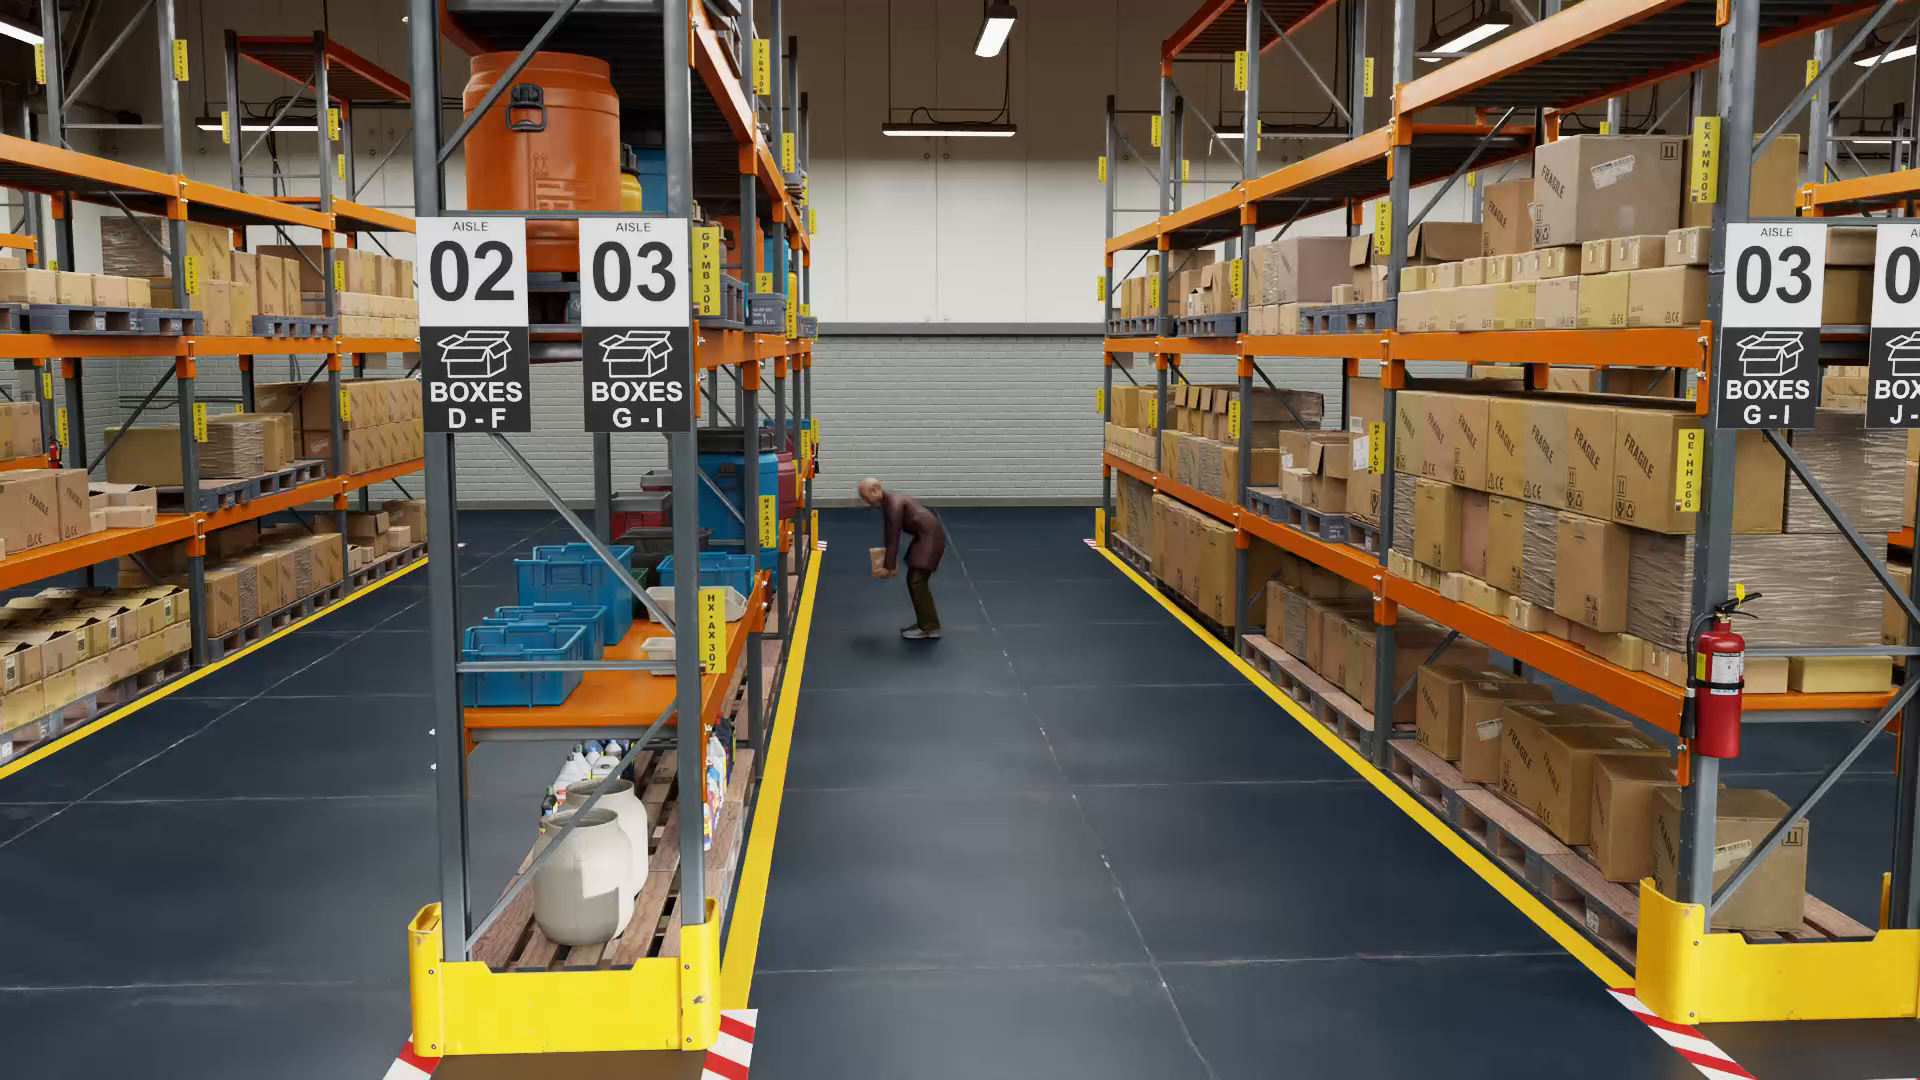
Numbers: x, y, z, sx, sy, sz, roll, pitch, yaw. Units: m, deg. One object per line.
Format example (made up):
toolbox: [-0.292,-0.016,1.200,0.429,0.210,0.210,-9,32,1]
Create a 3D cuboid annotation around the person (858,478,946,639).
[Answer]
person: [-0.542,0.161,15.610,0.815,1.507,0.549,-1,7,-5]
